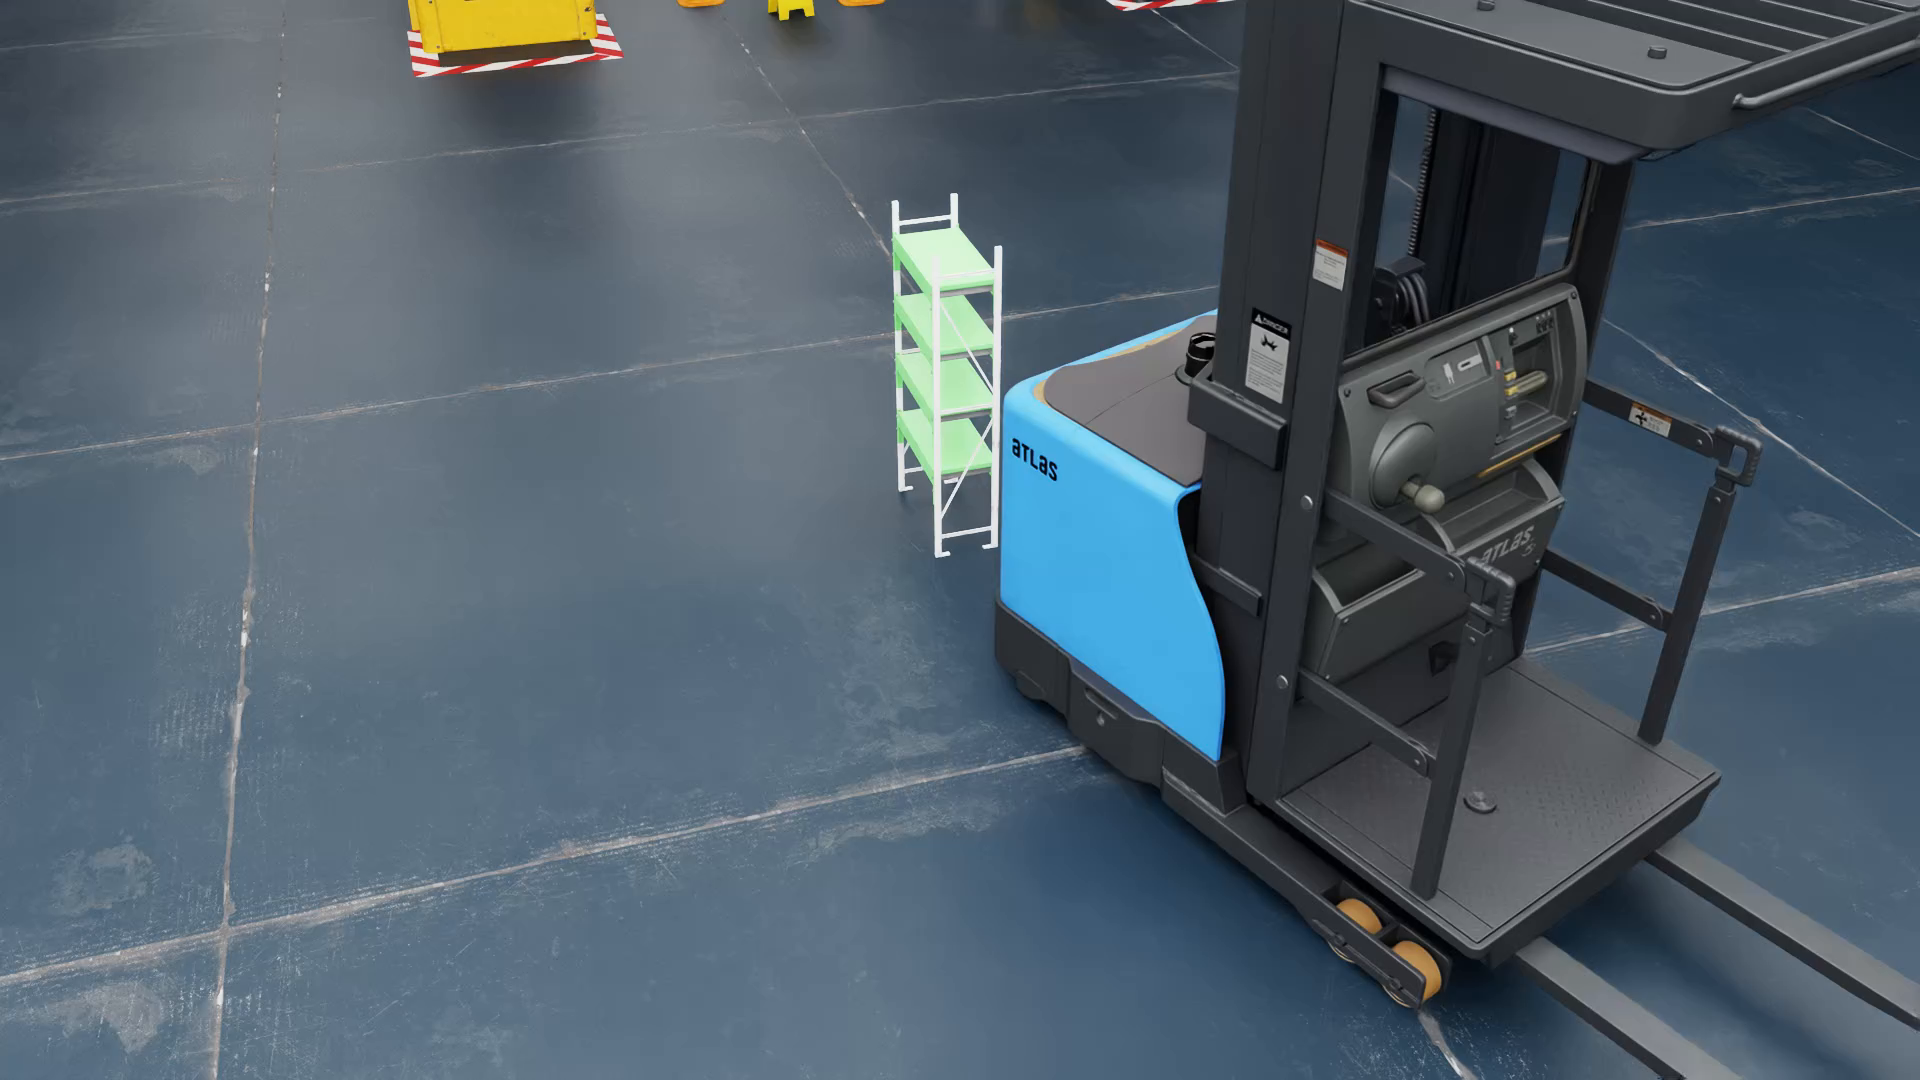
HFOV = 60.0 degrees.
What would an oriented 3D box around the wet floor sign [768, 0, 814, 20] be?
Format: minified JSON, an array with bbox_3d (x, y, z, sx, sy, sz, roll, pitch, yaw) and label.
[{"bbox_3d":[-1.218,-4.061,11.811,0.267,0.644,0.232,-16,37,-23],"label":"wet floor sign"}]

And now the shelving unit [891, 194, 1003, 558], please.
[{"bbox_3d":[-0.050,-0.587,6.051,0.258,1.200,0.503,-10,35,-15],"label":"shelving unit"}]

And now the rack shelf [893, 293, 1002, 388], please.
[{"bbox_3d":[-0.050,-0.734,5.954,0.258,0.148,0.480,-10,35,-15],"label":"rack shelf"}]

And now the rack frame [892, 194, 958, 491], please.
[{"bbox_3d":[-0.125,-0.716,6.245,0.240,1.200,0.015,-10,35,-15],"label":"rack frame"}]

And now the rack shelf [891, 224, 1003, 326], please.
[{"bbox_3d":[-0.050,-0.935,5.821,0.258,0.148,0.480,-10,35,-15],"label":"rack shelf"}]

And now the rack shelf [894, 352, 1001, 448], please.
[{"bbox_3d":[-0.050,-0.534,6.086,0.258,0.148,0.480,-10,35,-15],"label":"rack shelf"}]

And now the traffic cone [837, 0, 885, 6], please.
[{"bbox_3d":[-0.742,-4.196,12.181,0.336,0.463,0.334,-10,35,-15],"label":"traffic cone"}]

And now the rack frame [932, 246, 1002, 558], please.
[{"bbox_3d":[0.024,-0.459,5.857,0.240,1.200,0.015,-10,35,-15],"label":"rack frame"}]

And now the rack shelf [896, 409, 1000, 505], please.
[{"bbox_3d":[-0.050,-0.334,6.218,0.258,0.148,0.480,-10,35,-15],"label":"rack shelf"}]

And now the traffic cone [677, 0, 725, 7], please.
[{"bbox_3d":[-1.922,-4.185,12.163,0.336,0.463,0.334,-10,35,-15],"label":"traffic cone"}]

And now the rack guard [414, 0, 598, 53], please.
[{"bbox_3d":[-3.105,-3.670,11.351,1.175,0.500,0.348,-10,35,-15],"label":"rack guard"}]

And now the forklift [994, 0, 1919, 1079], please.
[{"bbox_3d":[1.409,-0.305,4.053,1.130,2.935,3.031,-23,40,-30],"label":"forklift"}]
